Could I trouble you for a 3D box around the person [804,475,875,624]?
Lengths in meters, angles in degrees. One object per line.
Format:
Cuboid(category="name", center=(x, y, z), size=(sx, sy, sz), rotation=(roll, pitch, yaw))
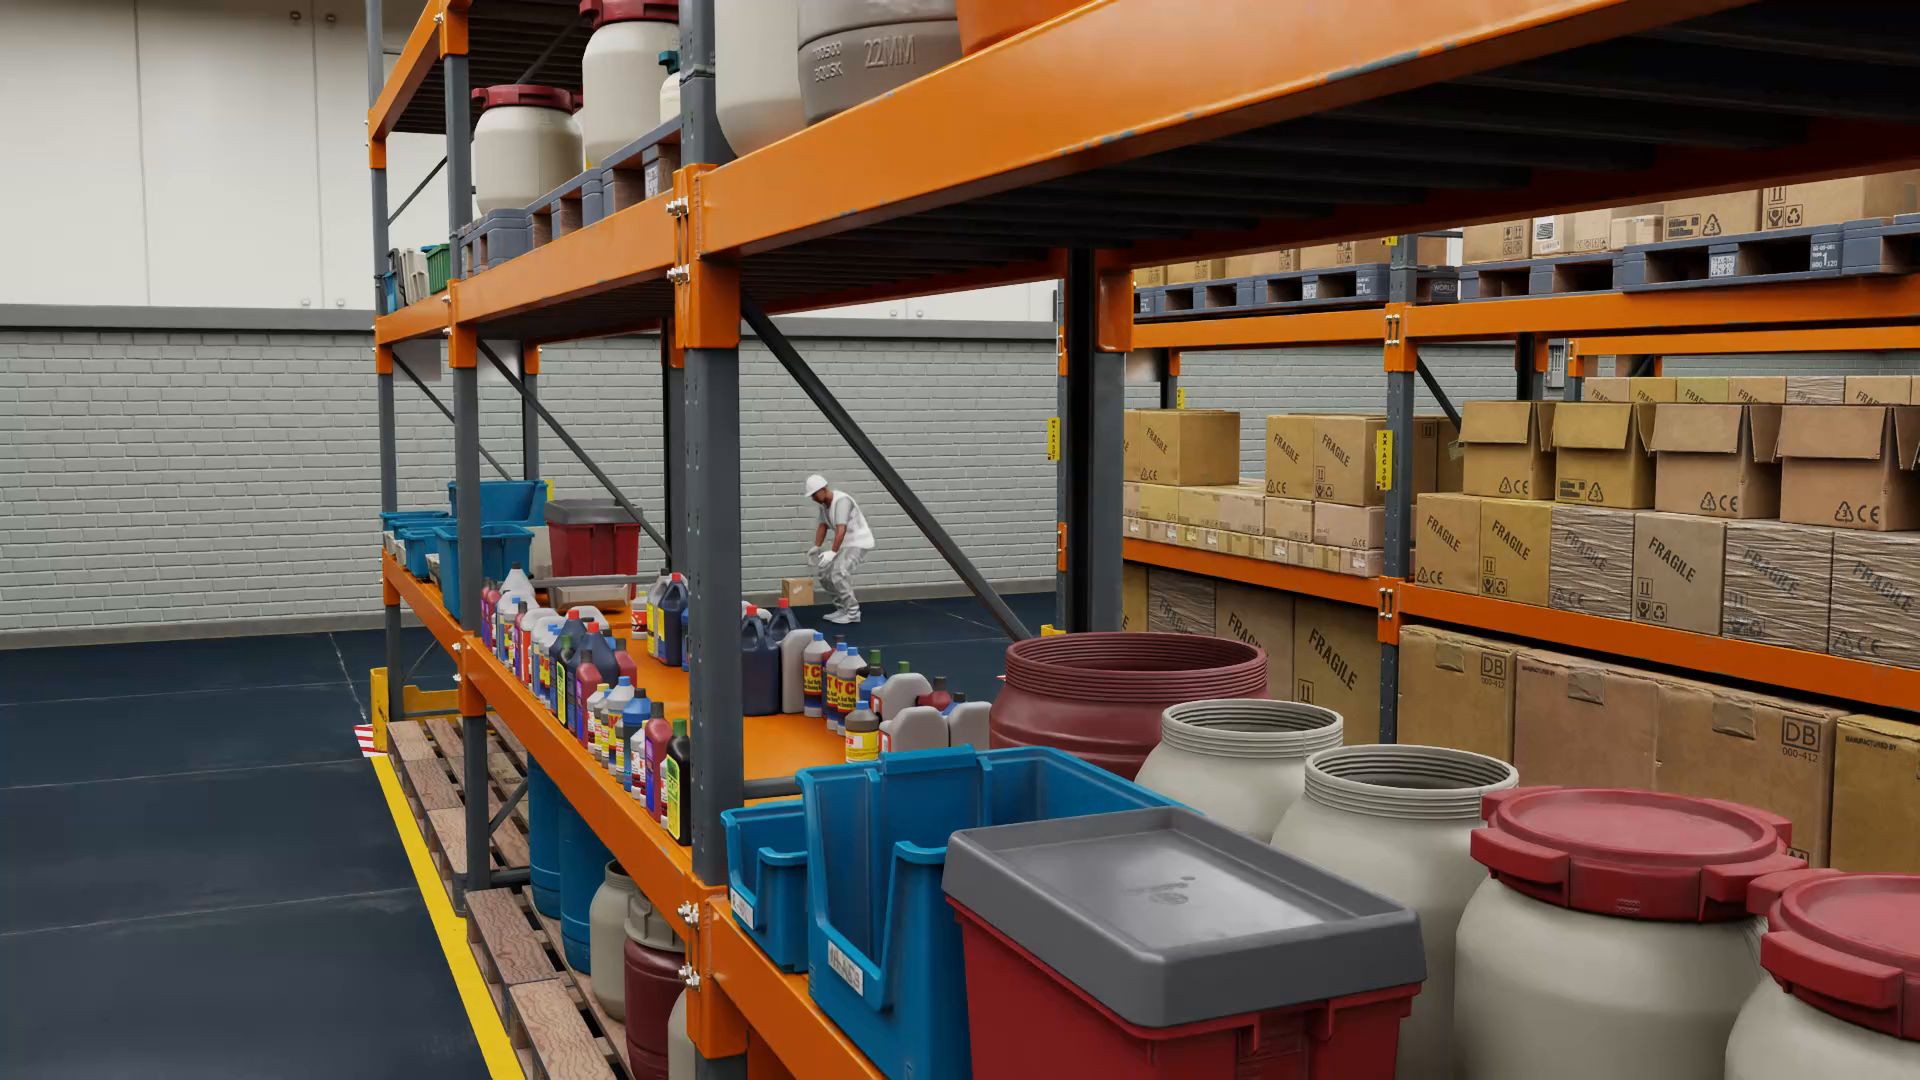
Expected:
Cuboid(category="person", center=(-1.215, 0.085, 16.720), size=(0.717, 1.498, 0.610), rotation=(-2, 6, -23))
